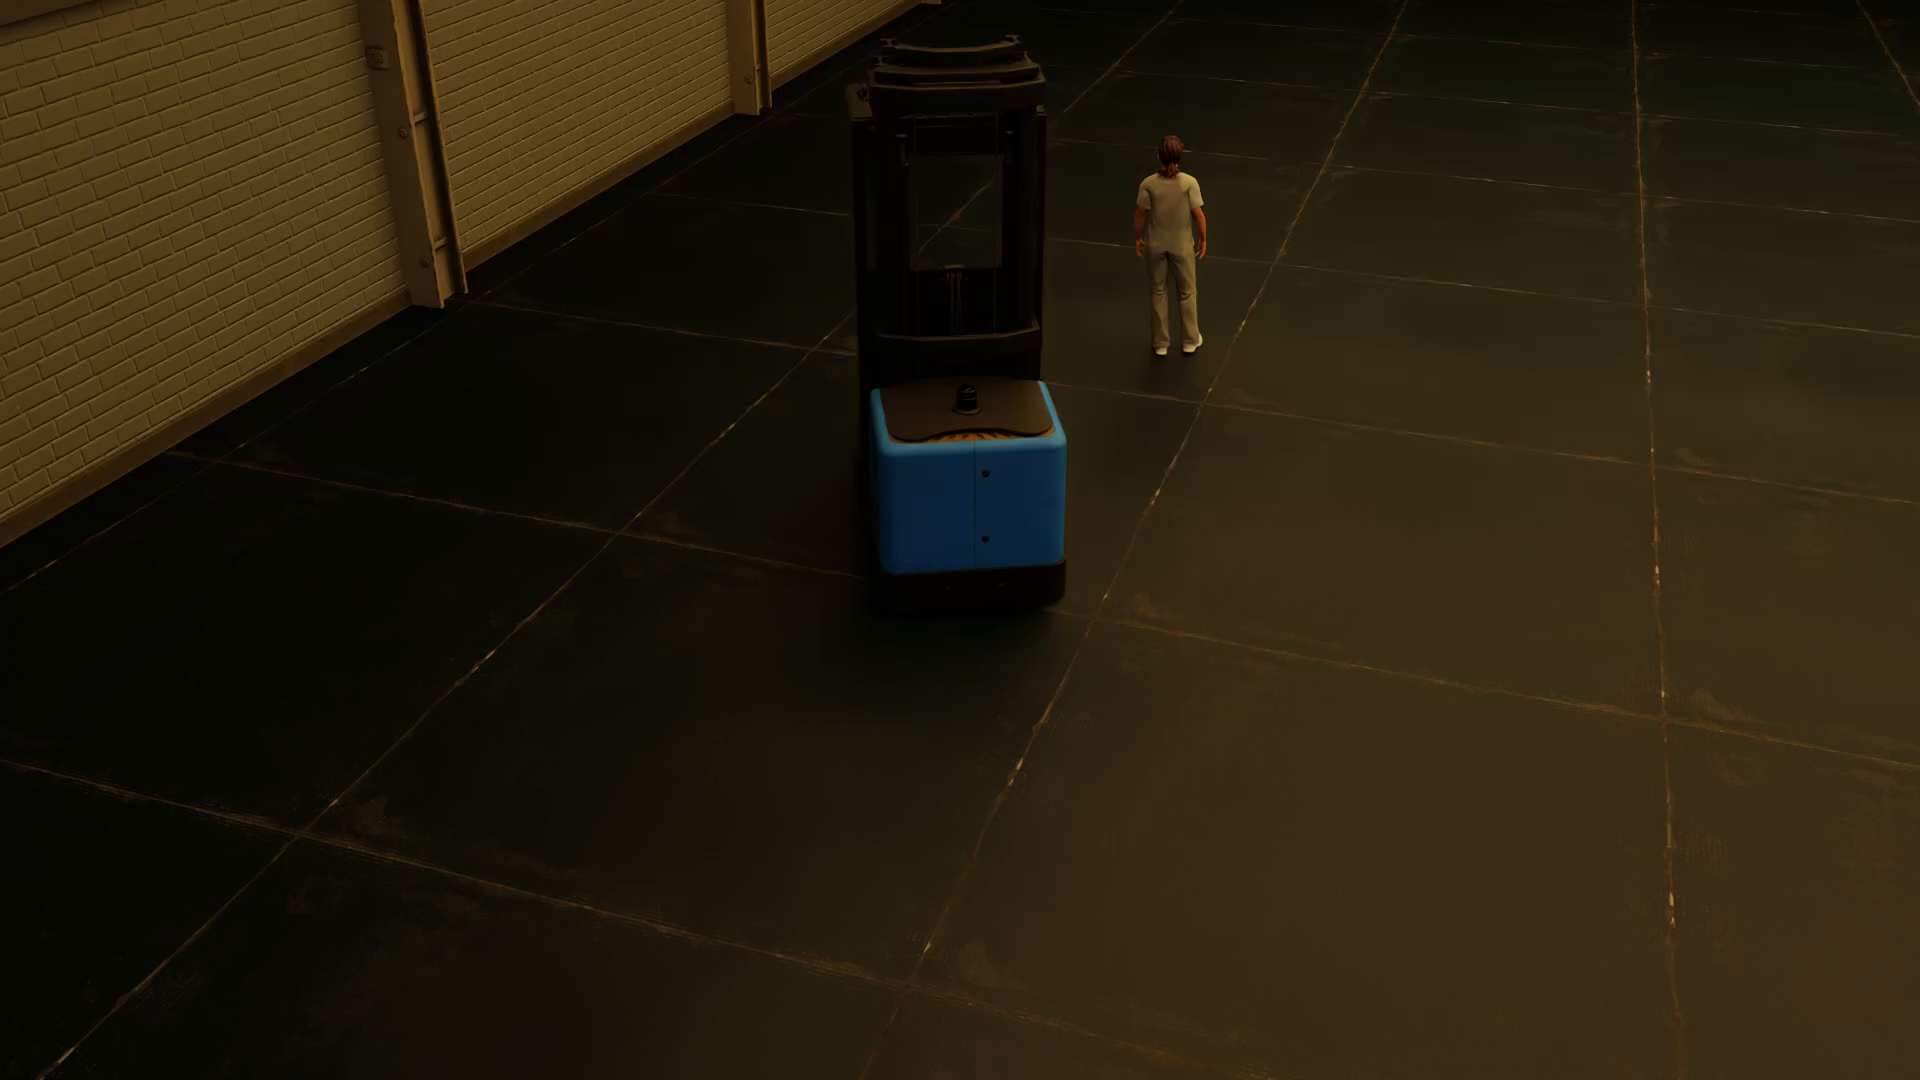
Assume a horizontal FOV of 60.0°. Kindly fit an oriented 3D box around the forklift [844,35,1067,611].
[{"bbox_3d":[-0.092,-1.582,9.912,1.130,2.935,3.031,-3,30,-6],"label":"forklift"}]

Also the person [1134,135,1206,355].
[{"bbox_3d":[1.547,-2.168,12.198,0.538,1.678,0.539,7,30,12],"label":"person"}]
